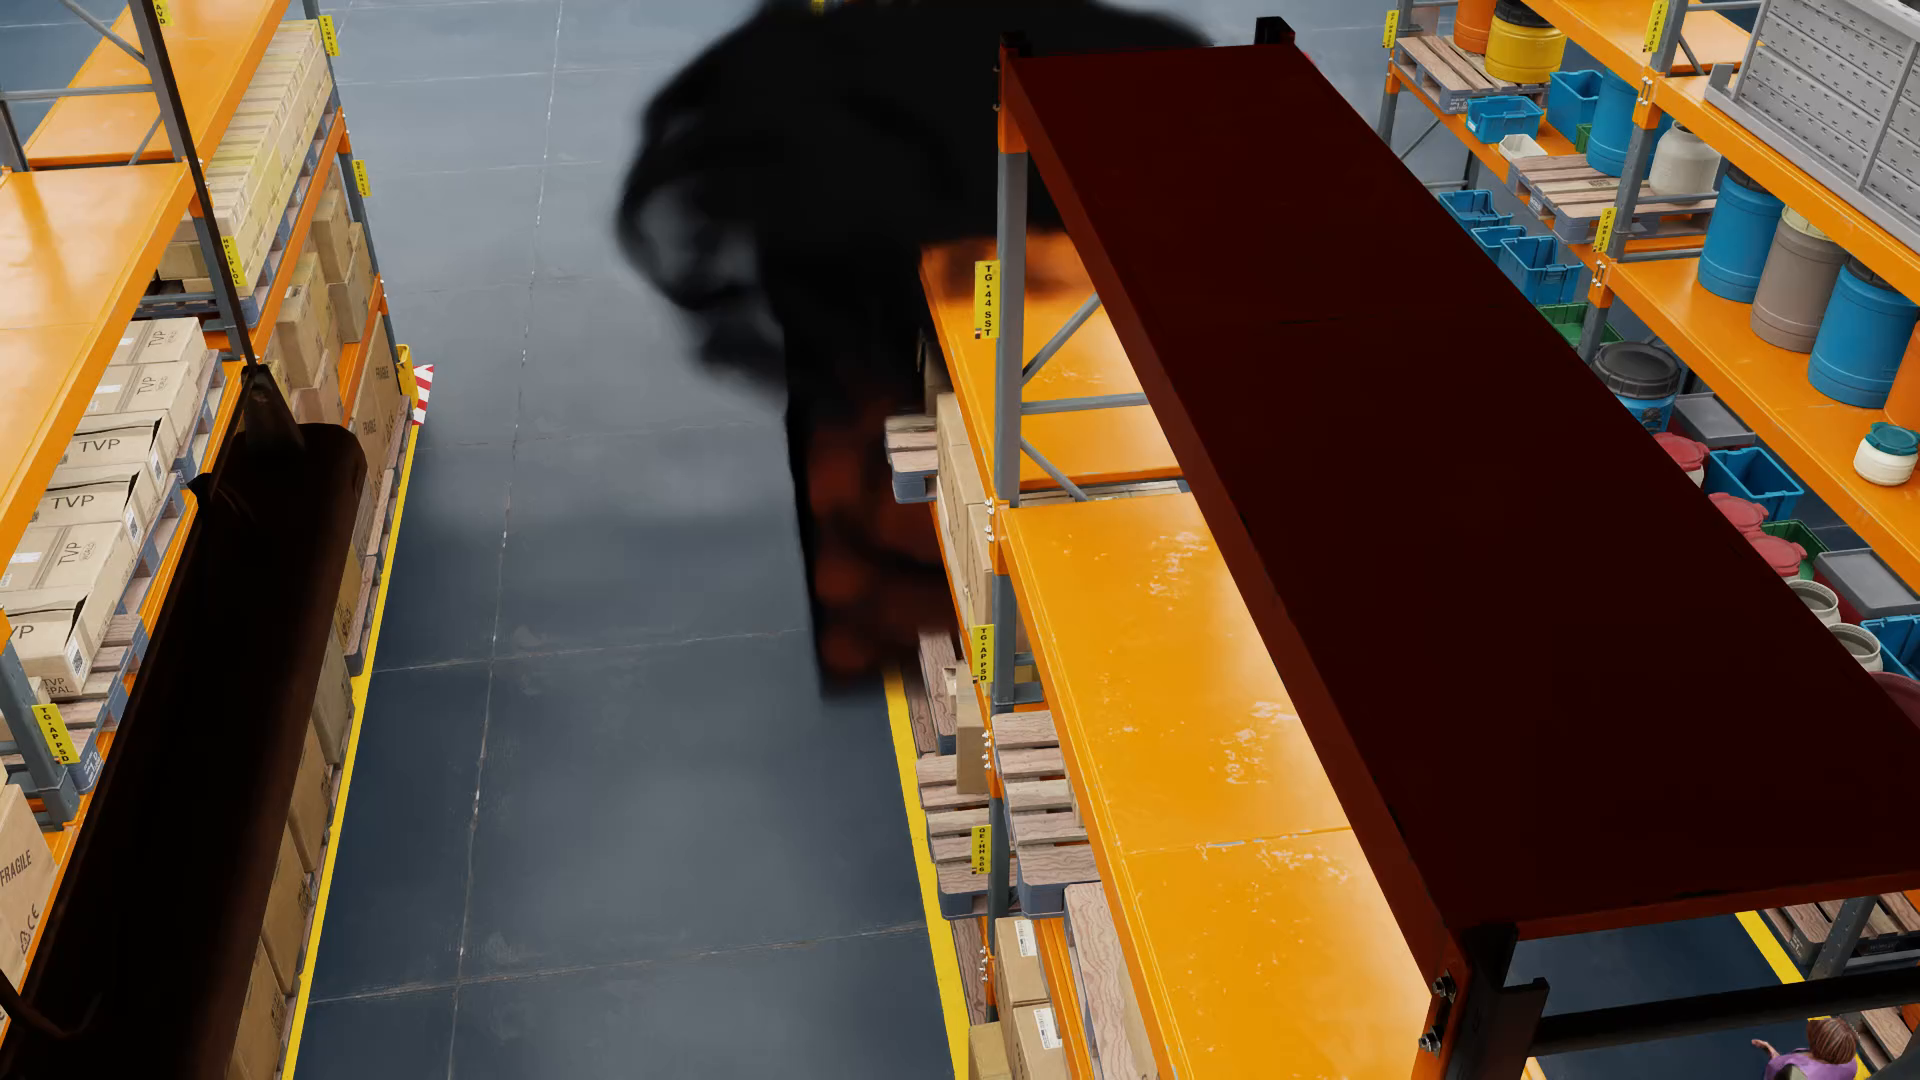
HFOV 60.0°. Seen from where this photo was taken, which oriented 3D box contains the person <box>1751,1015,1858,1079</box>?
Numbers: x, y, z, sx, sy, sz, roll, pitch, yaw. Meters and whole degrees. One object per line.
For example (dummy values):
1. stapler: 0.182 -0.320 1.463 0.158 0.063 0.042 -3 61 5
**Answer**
1. person: 3.904 2.798 7.938 0.511 1.616 0.636 -8 37 -11
